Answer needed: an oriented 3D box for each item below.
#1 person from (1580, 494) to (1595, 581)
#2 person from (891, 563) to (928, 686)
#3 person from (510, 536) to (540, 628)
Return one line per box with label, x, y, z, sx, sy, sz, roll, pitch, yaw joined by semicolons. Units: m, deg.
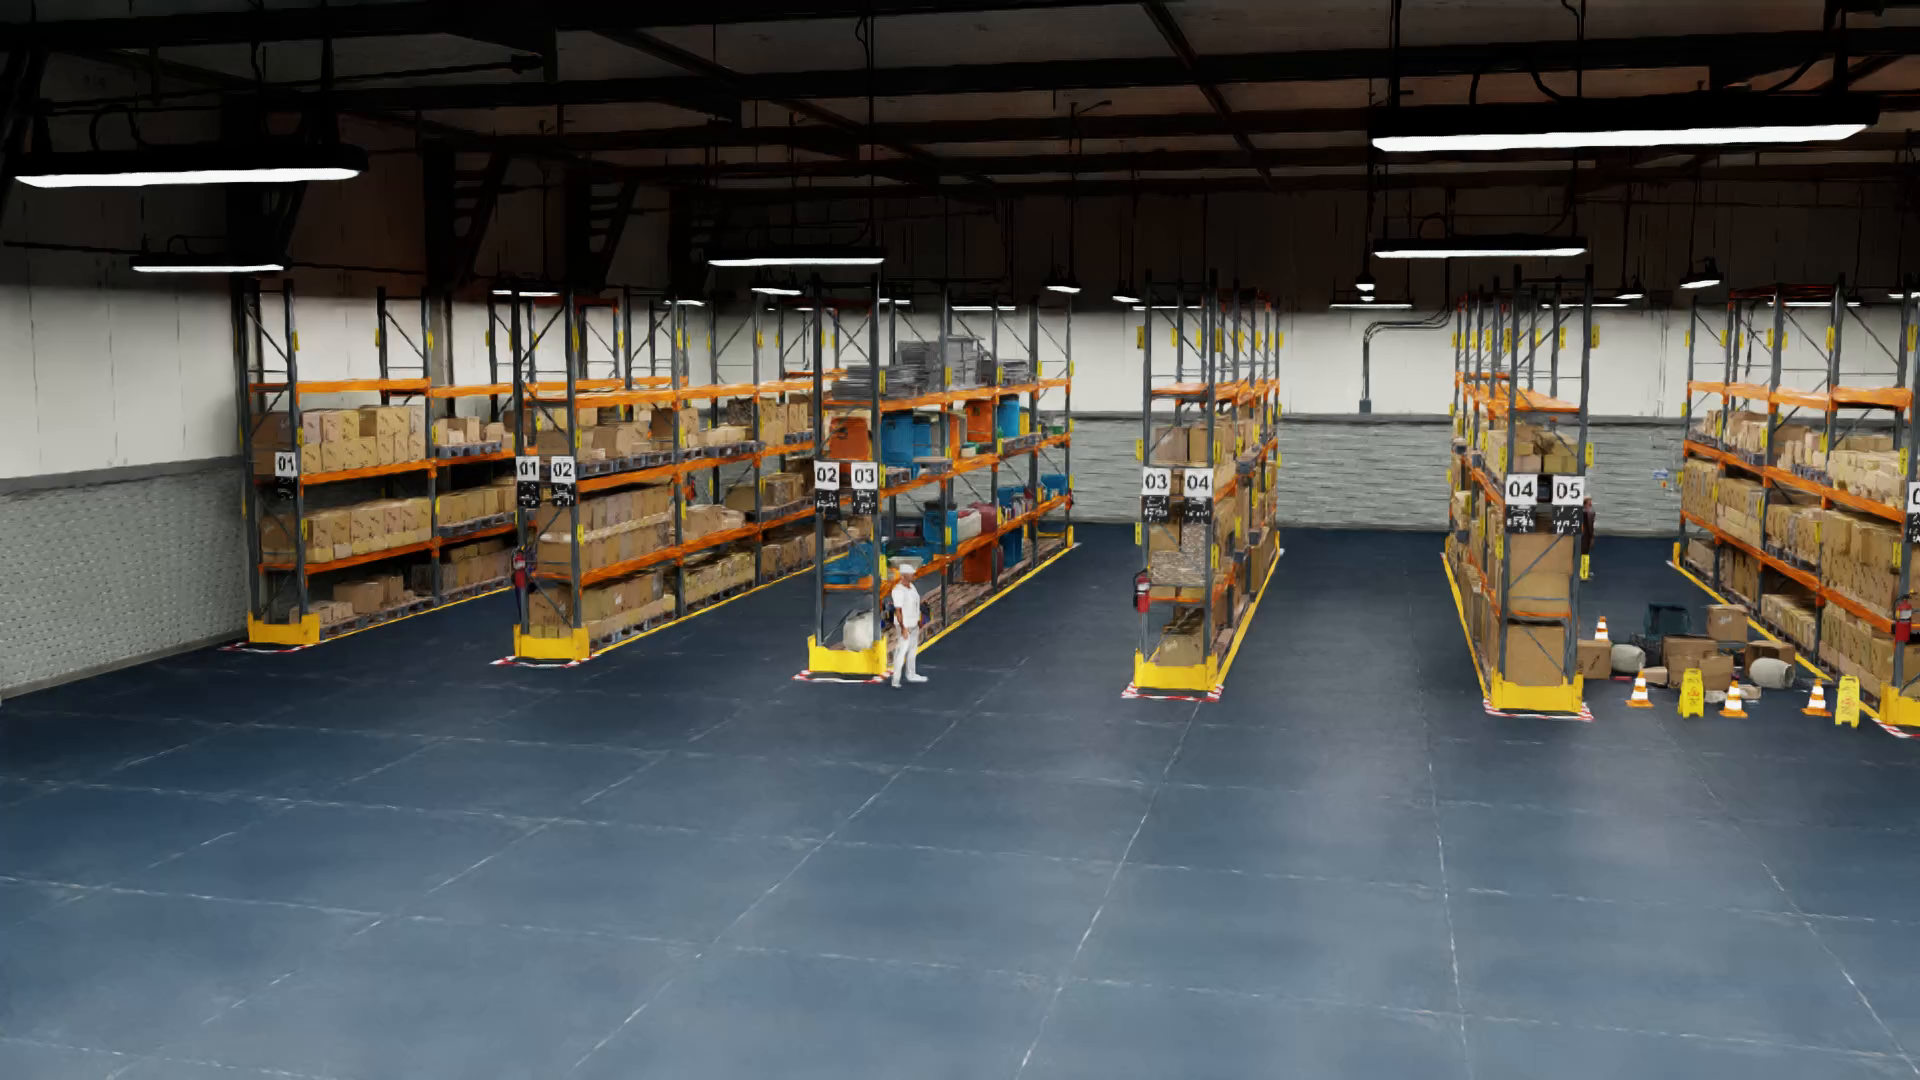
person;13.115;-0.067;34.781;0.525;1.788;0.648;0;7;-2
person;-0.758;1.213;24.183;0.390;1.764;0.717;3;8;24
person;-7.648;0.696;29.143;0.556;1.626;0.597;6;9;42
